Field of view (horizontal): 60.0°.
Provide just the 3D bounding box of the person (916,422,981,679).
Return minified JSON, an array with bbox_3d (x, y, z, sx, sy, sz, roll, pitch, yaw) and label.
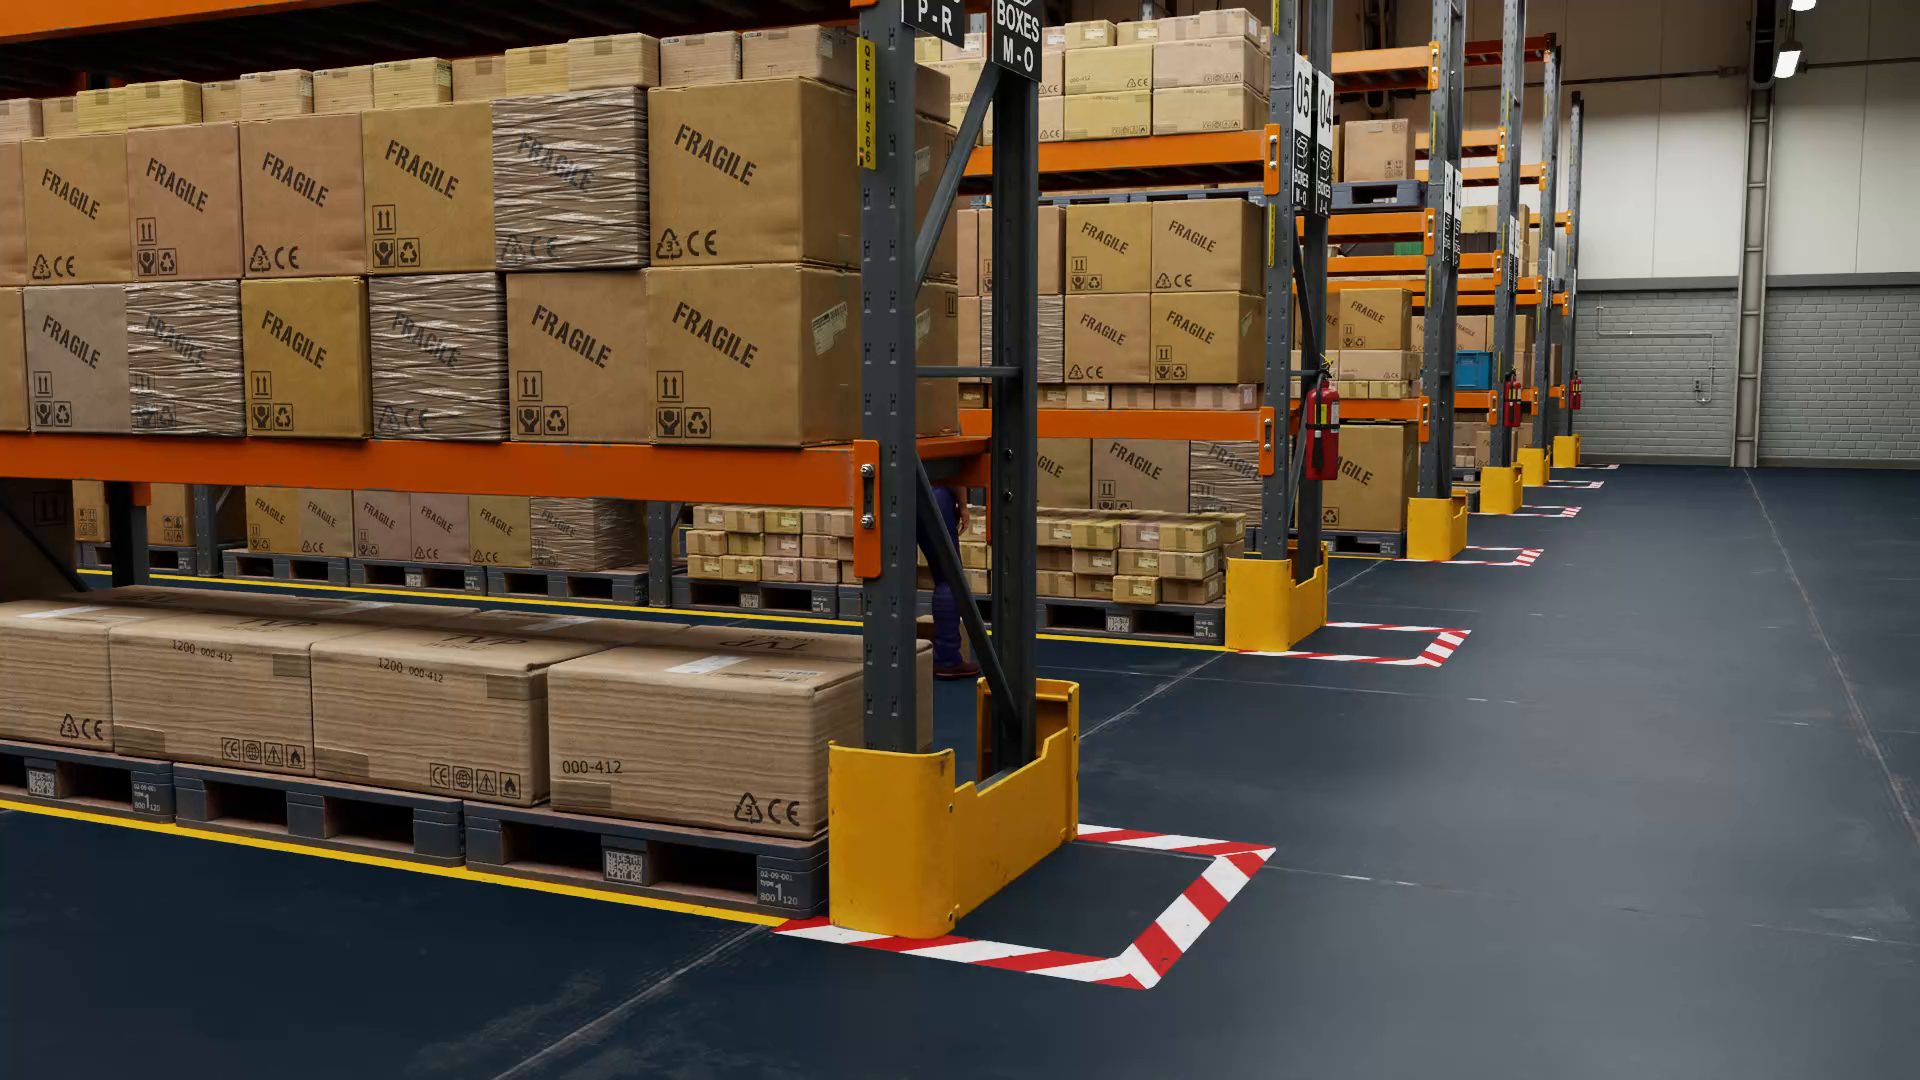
[{"bbox_3d":[-0.192,-0.146,8.288,0.564,1.652,0.423,2,6,20],"label":"person"}]
